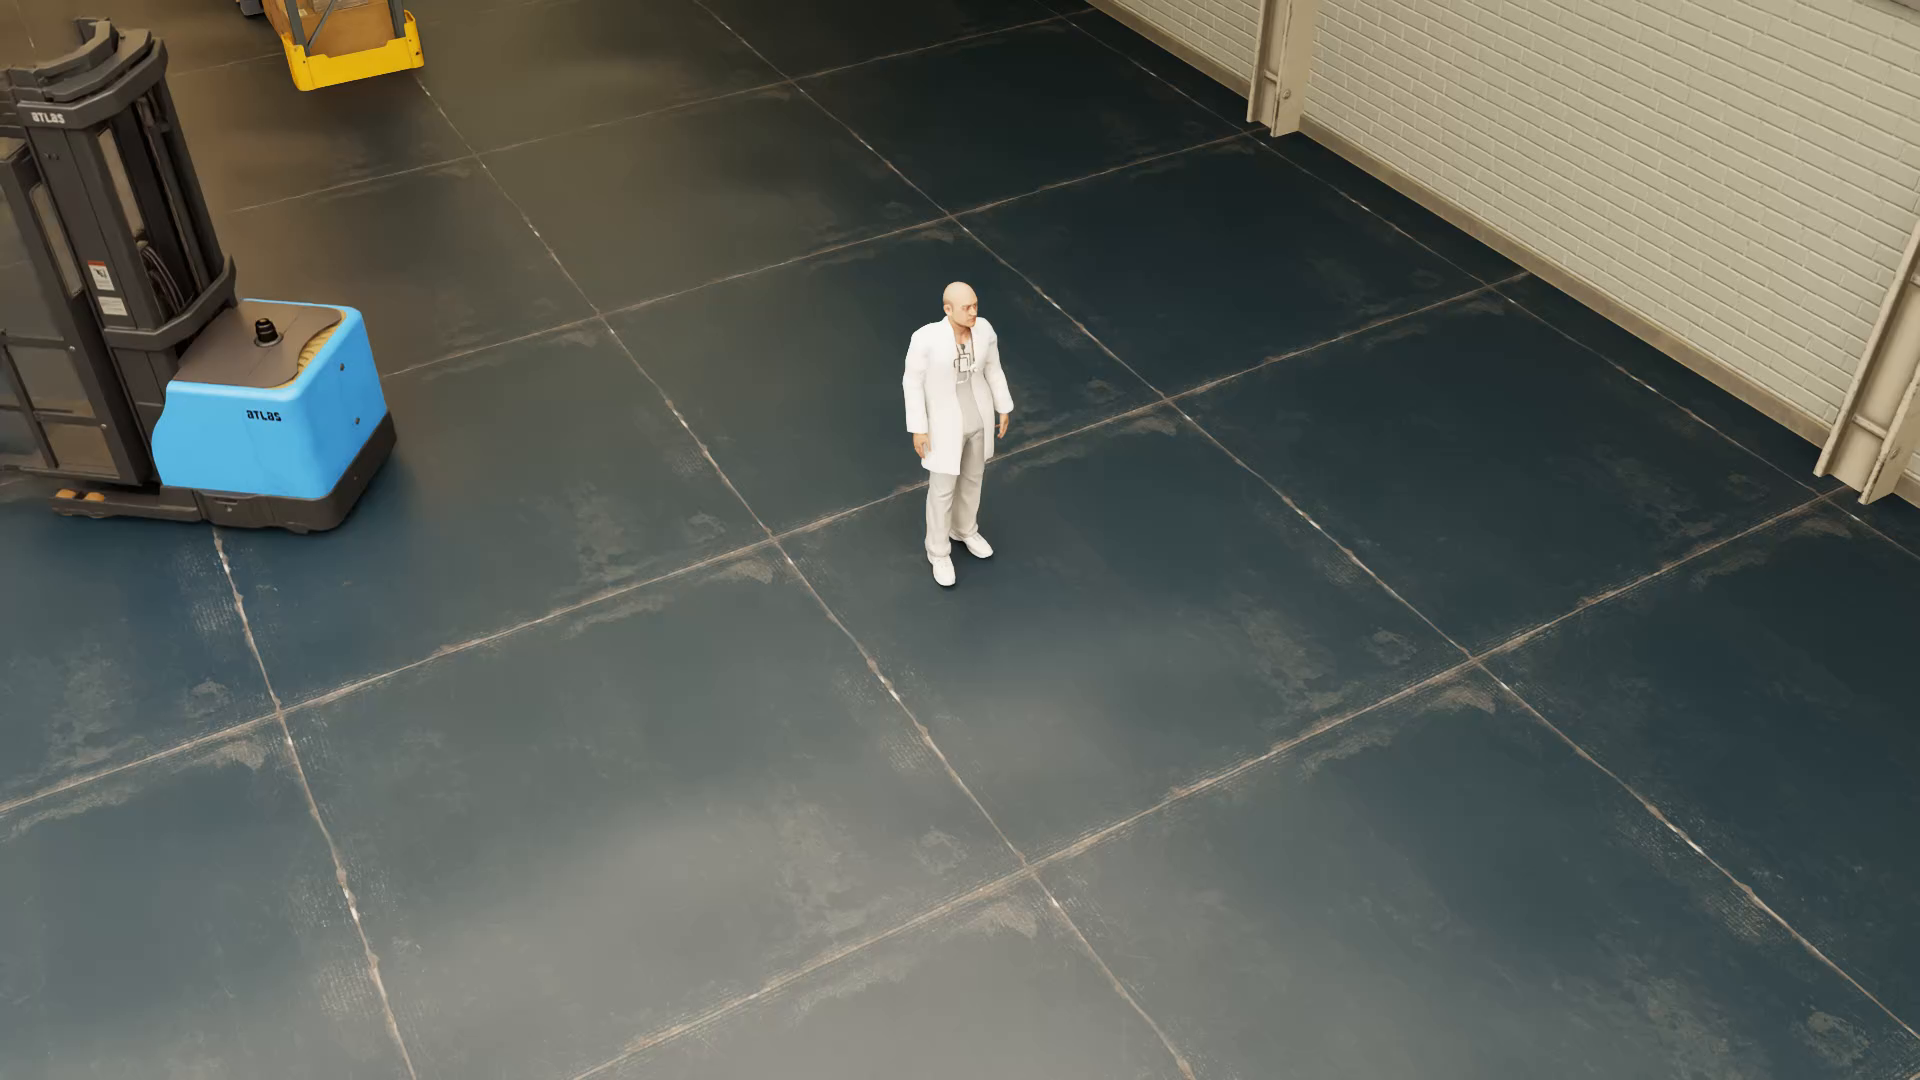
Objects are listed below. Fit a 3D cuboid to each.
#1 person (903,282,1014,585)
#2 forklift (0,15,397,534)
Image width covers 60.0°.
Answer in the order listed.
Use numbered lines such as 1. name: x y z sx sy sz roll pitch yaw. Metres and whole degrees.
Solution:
1. person: 0.041 -0.639 9.698 0.696 1.776 0.581 -20 44 -23
2. forklift: -5.288 -1.591 9.955 3.031 2.935 1.130 5 40 6
